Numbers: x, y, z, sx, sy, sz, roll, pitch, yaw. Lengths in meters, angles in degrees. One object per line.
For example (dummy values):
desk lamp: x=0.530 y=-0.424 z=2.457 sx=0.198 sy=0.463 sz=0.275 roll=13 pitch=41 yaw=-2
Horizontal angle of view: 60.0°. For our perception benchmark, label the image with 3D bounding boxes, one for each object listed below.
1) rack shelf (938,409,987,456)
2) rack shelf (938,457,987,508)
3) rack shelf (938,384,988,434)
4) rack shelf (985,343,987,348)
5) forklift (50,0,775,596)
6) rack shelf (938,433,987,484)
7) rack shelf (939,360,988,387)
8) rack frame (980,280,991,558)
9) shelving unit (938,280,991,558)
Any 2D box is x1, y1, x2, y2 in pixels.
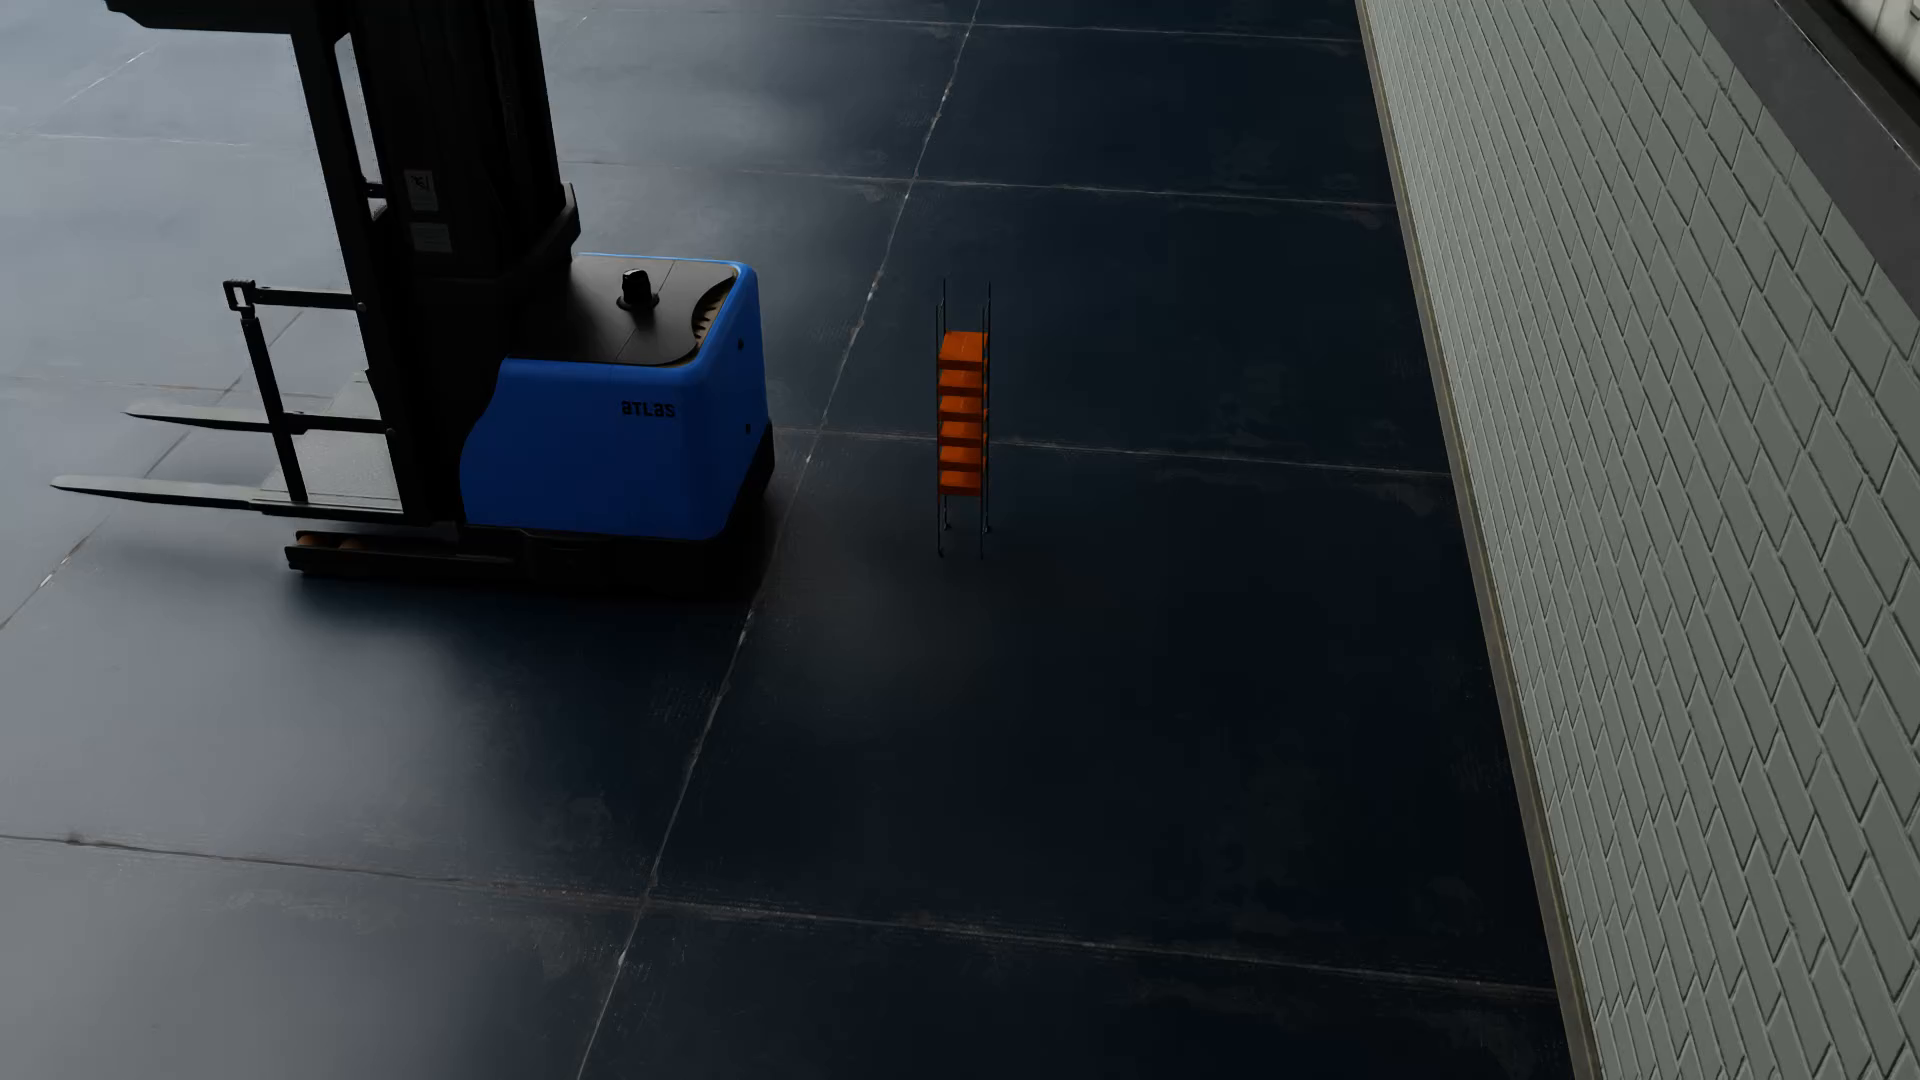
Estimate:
rack shelf: x=0.014 y=-0.451 z=6.926 sx=0.180 sy=0.103 sz=0.258 roll=4 pitch=36 yaw=6
rack shelf: x=0.014 y=-0.256 z=7.065 sx=0.180 sy=0.103 sz=0.258 roll=4 pitch=36 yaw=6
rack shelf: x=0.014 y=-0.549 z=6.856 sx=0.180 sy=0.103 sz=0.258 roll=4 pitch=36 yaw=6
rack shelf: x=0.014 y=-0.760 z=6.705 sx=0.166 sy=0.020 sz=0.199 roll=4 pitch=36 yaw=6
forklift: x=-2.402 y=-1.279 z=6.634 sx=3.031 sy=2.797 sz=1.129 roll=4 pitch=36 yaw=6
rack shelf: x=0.014 y=-0.353 z=6.995 sx=0.180 sy=0.103 sz=0.258 roll=4 pitch=36 yaw=6
rack shelf: x=0.014 y=-0.669 z=6.771 sx=0.171 sy=0.034 sz=0.221 roll=4 pitch=36 yaw=6
rack frame: x=0.105 y=-0.481 z=6.890 sx=0.006 sy=1.200 sz=0.240 roll=4 pitch=36 yaw=6
shelving unit: x=0.017 y=-0.487 z=6.900 sx=0.184 sy=1.200 sz=0.258 roll=4 pitch=36 yaw=6
